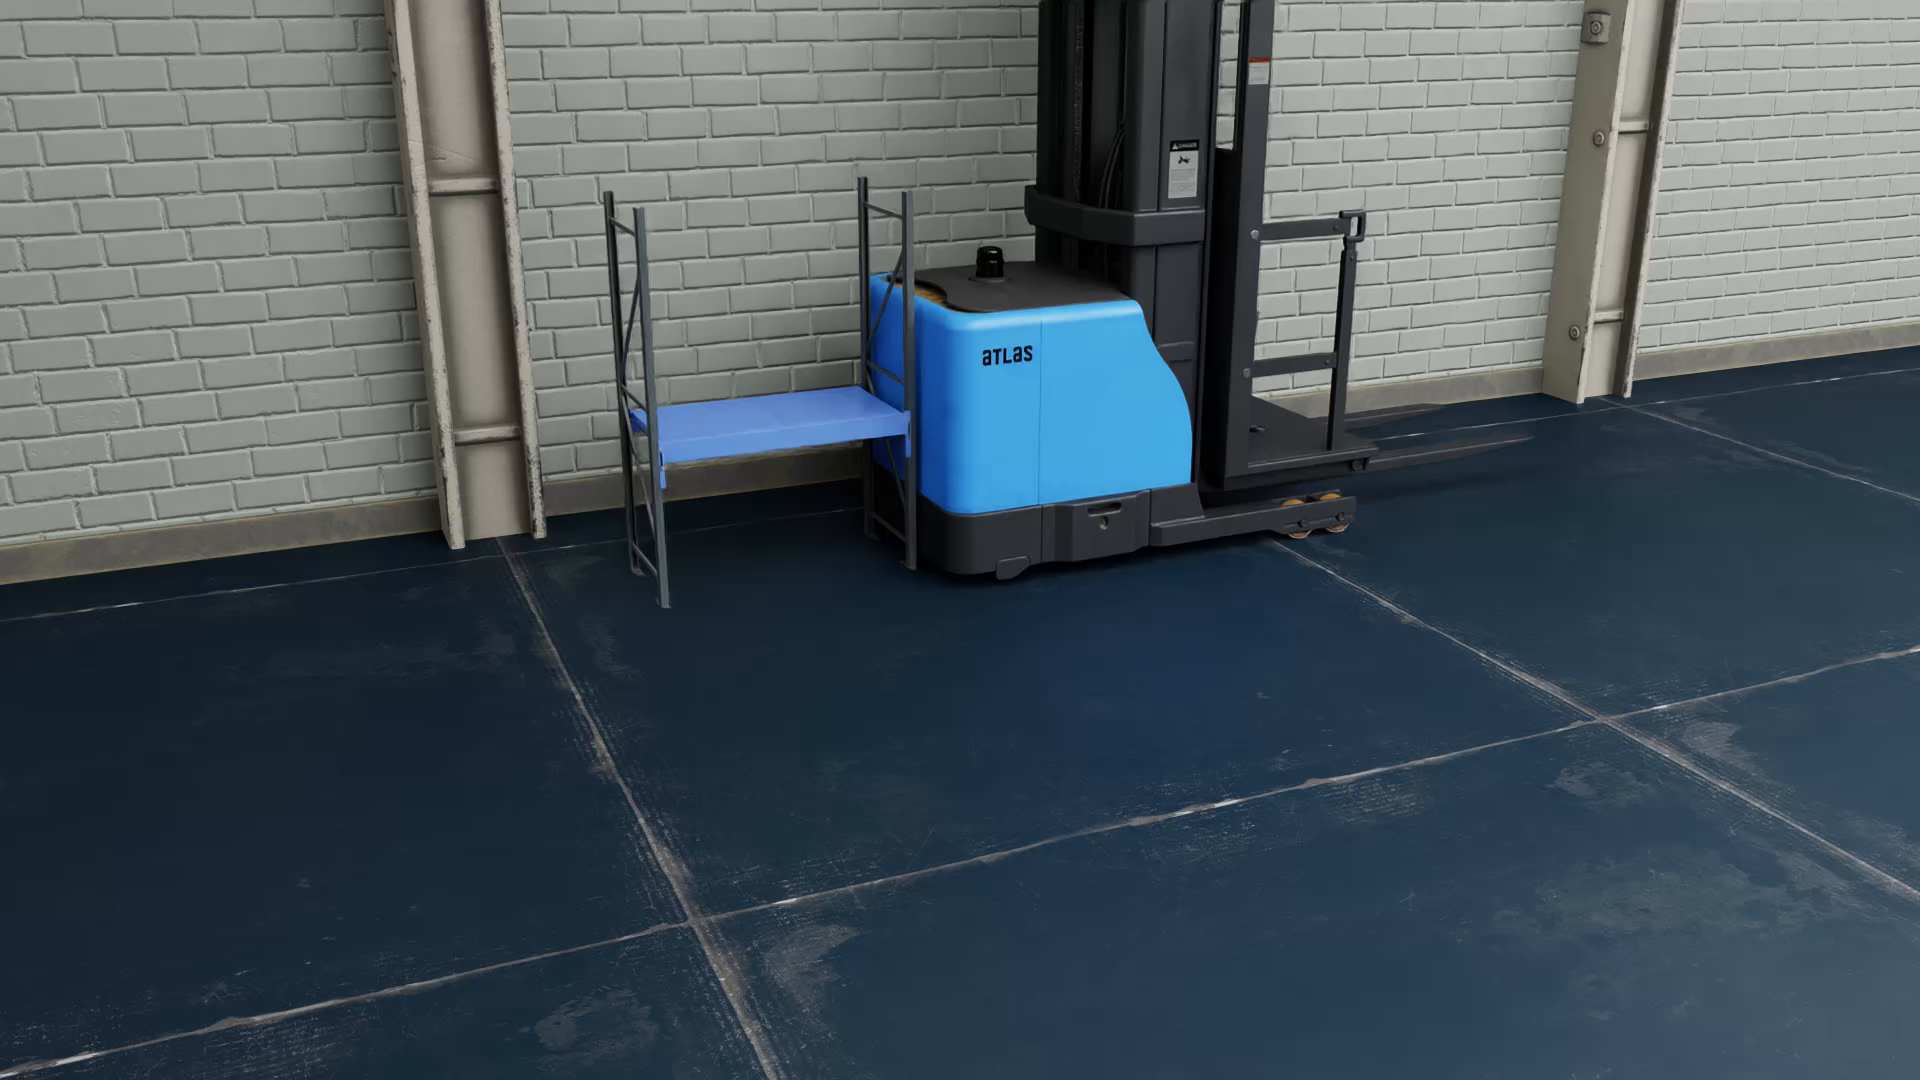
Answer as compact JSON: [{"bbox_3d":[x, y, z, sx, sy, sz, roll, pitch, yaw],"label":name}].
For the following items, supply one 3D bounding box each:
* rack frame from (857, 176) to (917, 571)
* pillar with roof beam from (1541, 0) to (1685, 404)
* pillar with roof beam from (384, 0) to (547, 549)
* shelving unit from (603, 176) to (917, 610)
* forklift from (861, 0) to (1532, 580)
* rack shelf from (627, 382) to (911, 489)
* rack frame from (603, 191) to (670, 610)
[{"bbox_3d":[-0.291,-0.661,6.642,0.032,1.500,0.500,-9,21,-23],"label":"rack frame"},{"bbox_3d":[5.219,-3.755,4.138,0.400,9.000,9.100,-8,21,-22],"label":"pillar with roof beam"},{"bbox_3d":[-0.290,-2.966,1.896,0.400,9.000,9.100,-8,21,-22],"label":"pillar with roof beam"},{"bbox_3d":[-0.753,-0.591,6.443,1.048,1.500,0.538,-9,21,-23],"label":"shelving unit"},{"bbox_3d":[1.134,-1.536,6.972,3.031,2.935,1.130,-9,21,-23],"label":"forklift"},{"bbox_3d":[-0.753,-0.422,6.502,1.000,0.185,0.538,-9,21,-23],"label":"rack shelf"},{"bbox_3d":[-1.215,-0.521,6.243,0.032,1.500,0.500,-9,21,-23],"label":"rack frame"}]
